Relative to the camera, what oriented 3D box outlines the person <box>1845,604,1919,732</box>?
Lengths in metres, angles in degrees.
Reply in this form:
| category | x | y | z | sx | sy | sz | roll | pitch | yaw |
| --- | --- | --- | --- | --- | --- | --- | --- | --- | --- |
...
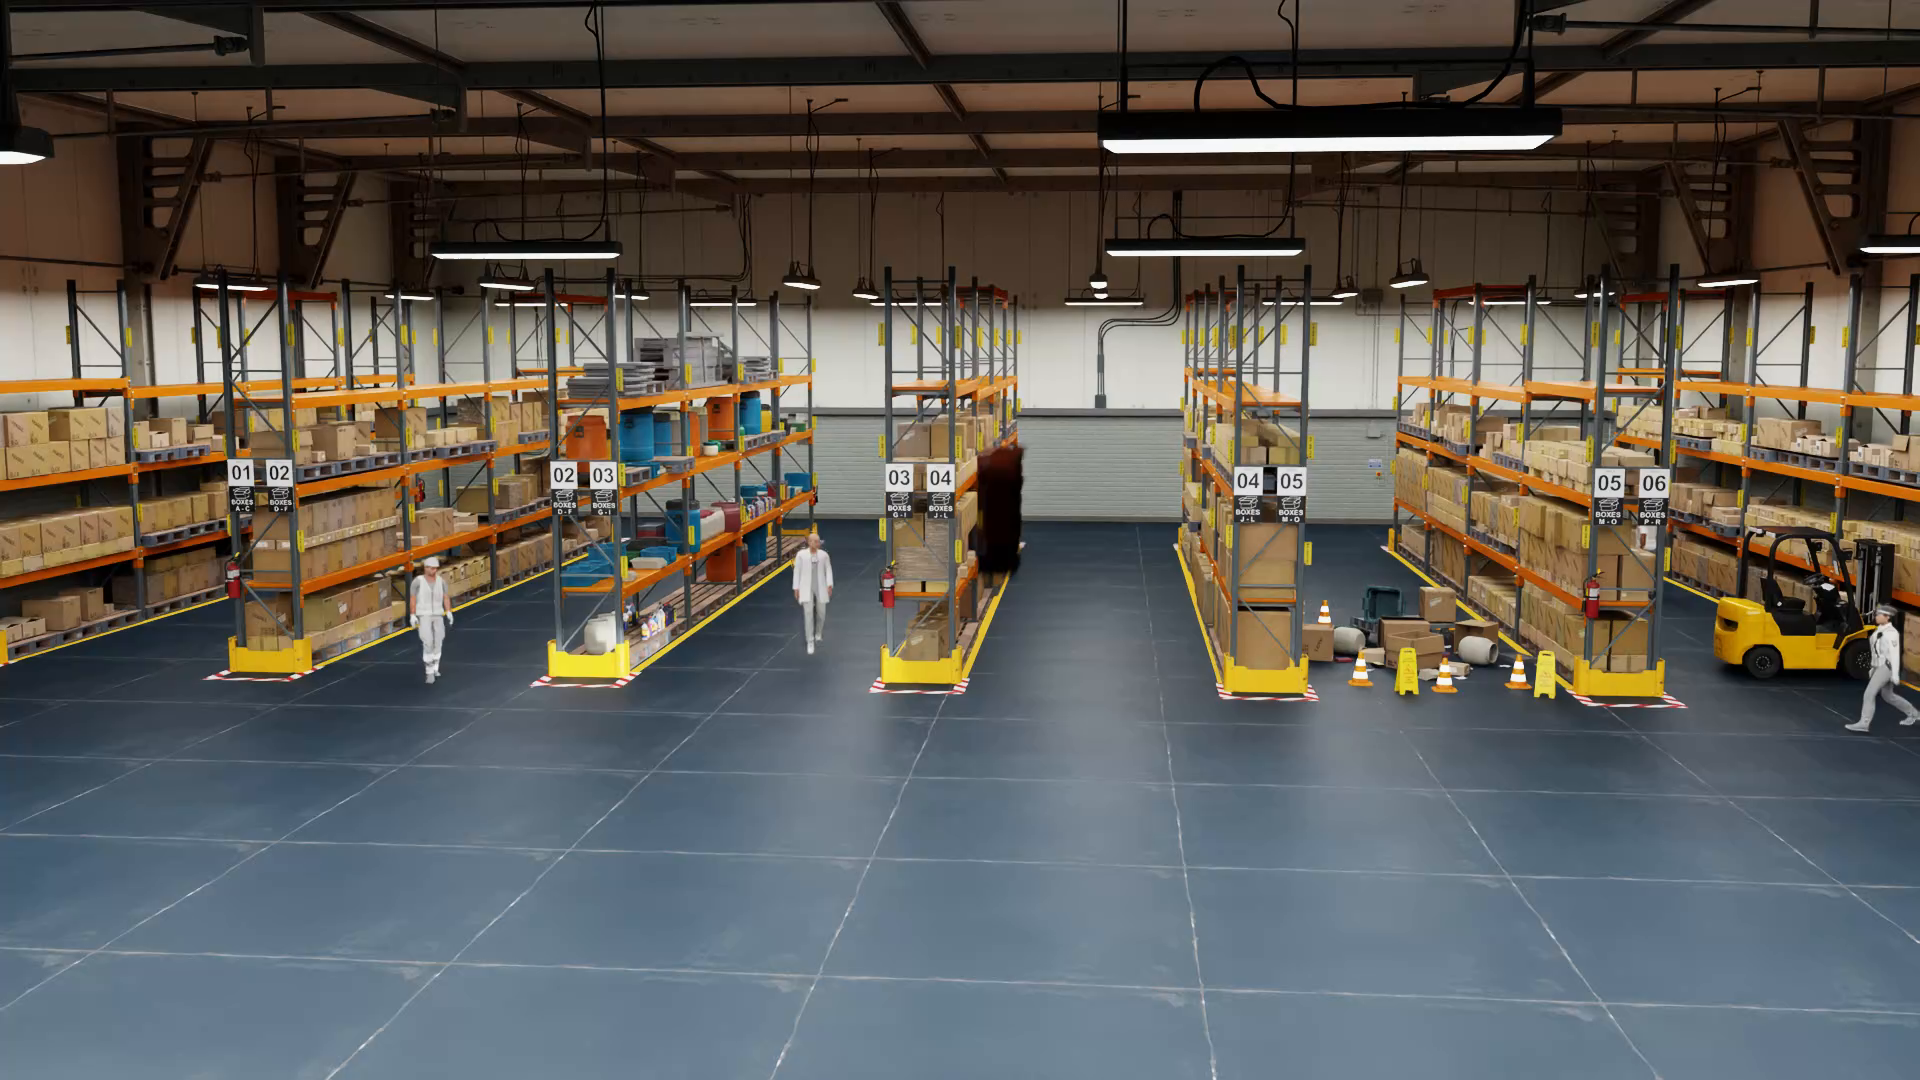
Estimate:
| category | x | y | z | sx | sy | sz | roll | pitch | yaw |
| --- | --- | --- | --- | --- | --- | --- | --- | --- | --- |
| person | 11.776 | 1.622 | 21.099 | 0.970 | 1.638 | 0.486 | 1 | 7 | 8 |

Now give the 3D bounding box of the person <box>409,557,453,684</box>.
| category | x | y | z | sx | sy | sz | roll | pitch | yaw |
| --- | --- | --- | --- | --- | --- | --- | --- | --- | --- |
| person | -7.744 | 1.175 | 24.432 | 0.565 | 1.837 | 0.586 | -5 | 9 | -37 |

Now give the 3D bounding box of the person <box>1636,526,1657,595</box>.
| category | x | y | z | sx | sy | sz | roll | pitch | yaw |
| --- | --- | --- | --- | --- | --- | --- | --- | --- | --- |
| person | 13.421 | 0.188 | 32.457 | 0.595 | 1.770 | 0.494 | -3 | 8 | -24 |

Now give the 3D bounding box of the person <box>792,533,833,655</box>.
| category | x | y | z | sx | sy | sz | roll | pitch | yaw |
| --- | --- | --- | --- | --- | --- | --- | --- | --- | --- |
| person | -2.260 | 0.822 | 25.877 | 0.617 | 1.812 | 0.745 | -2 | 7 | -18 |
